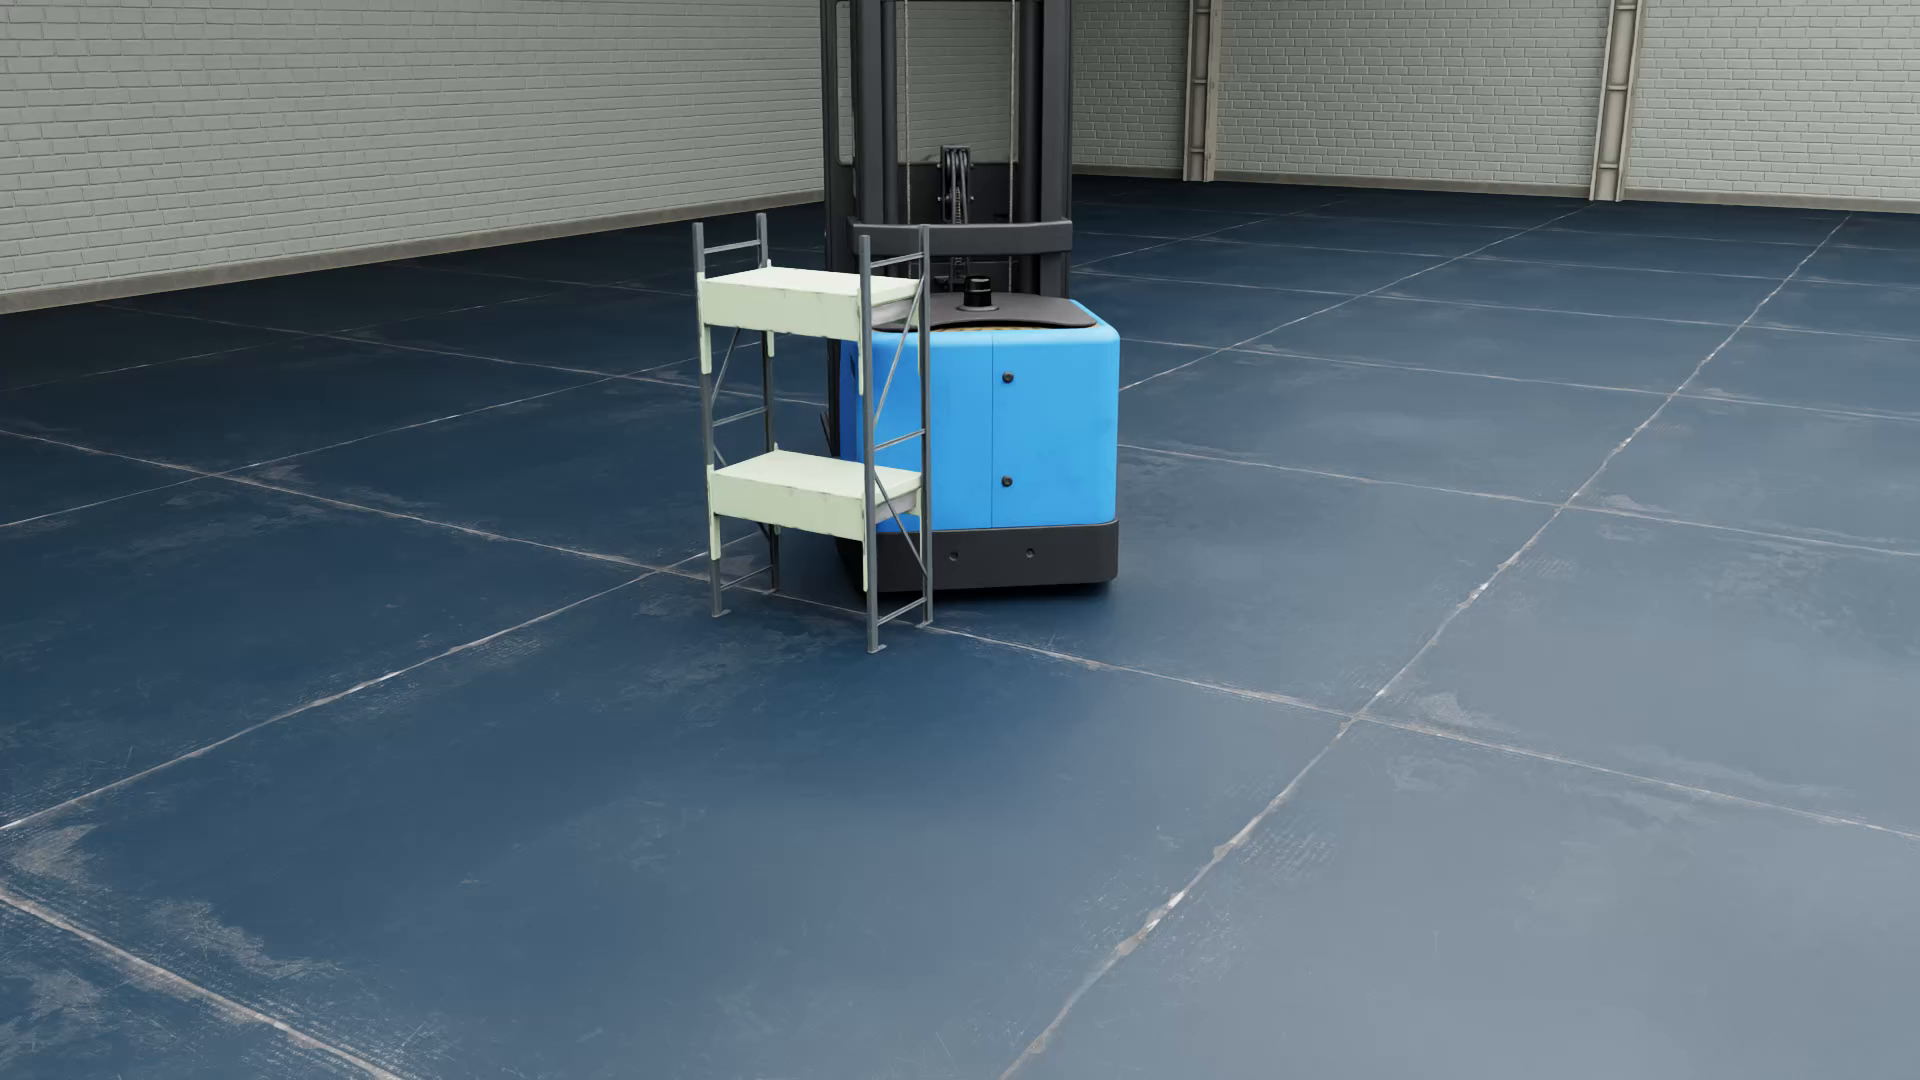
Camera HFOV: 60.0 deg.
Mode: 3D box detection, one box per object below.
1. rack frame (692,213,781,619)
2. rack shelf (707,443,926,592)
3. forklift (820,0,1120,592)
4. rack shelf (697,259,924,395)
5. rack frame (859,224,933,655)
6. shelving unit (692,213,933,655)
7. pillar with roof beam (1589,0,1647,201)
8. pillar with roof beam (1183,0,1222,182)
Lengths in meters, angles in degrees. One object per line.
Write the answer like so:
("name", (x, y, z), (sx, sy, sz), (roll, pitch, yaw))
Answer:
("rack frame", (-0.842, -0.466, 6.329), (0.023, 1.500, 0.400), (10, 20, 31))
("rack shelf", (-0.530, -0.098, 6.240), (0.720, 0.370, 0.431), (10, 20, 31))
("forklift", (-0.088, -1.582, 7.548), (1.130, 2.935, 3.031), (-2, 17, -8))
("rack shelf", (-0.533, -0.782, 6.028), (0.720, 0.370, 0.431), (10, 20, 31))
("rack frame", (-0.221, -0.353, 5.958), (0.023, 1.500, 0.400), (10, 20, 31))
("shelving unit", (-0.532, -0.410, 6.144), (0.755, 1.500, 0.431), (10, 20, 31))
("pillar with roof beam", (6.533, -7.864, 17.789), (0.400, 9.000, 9.100), (10, 20, 30))
("pillar with roof beam", (1.420, -8.777, 20.793), (0.400, 9.000, 9.100), (10, 20, 30))
